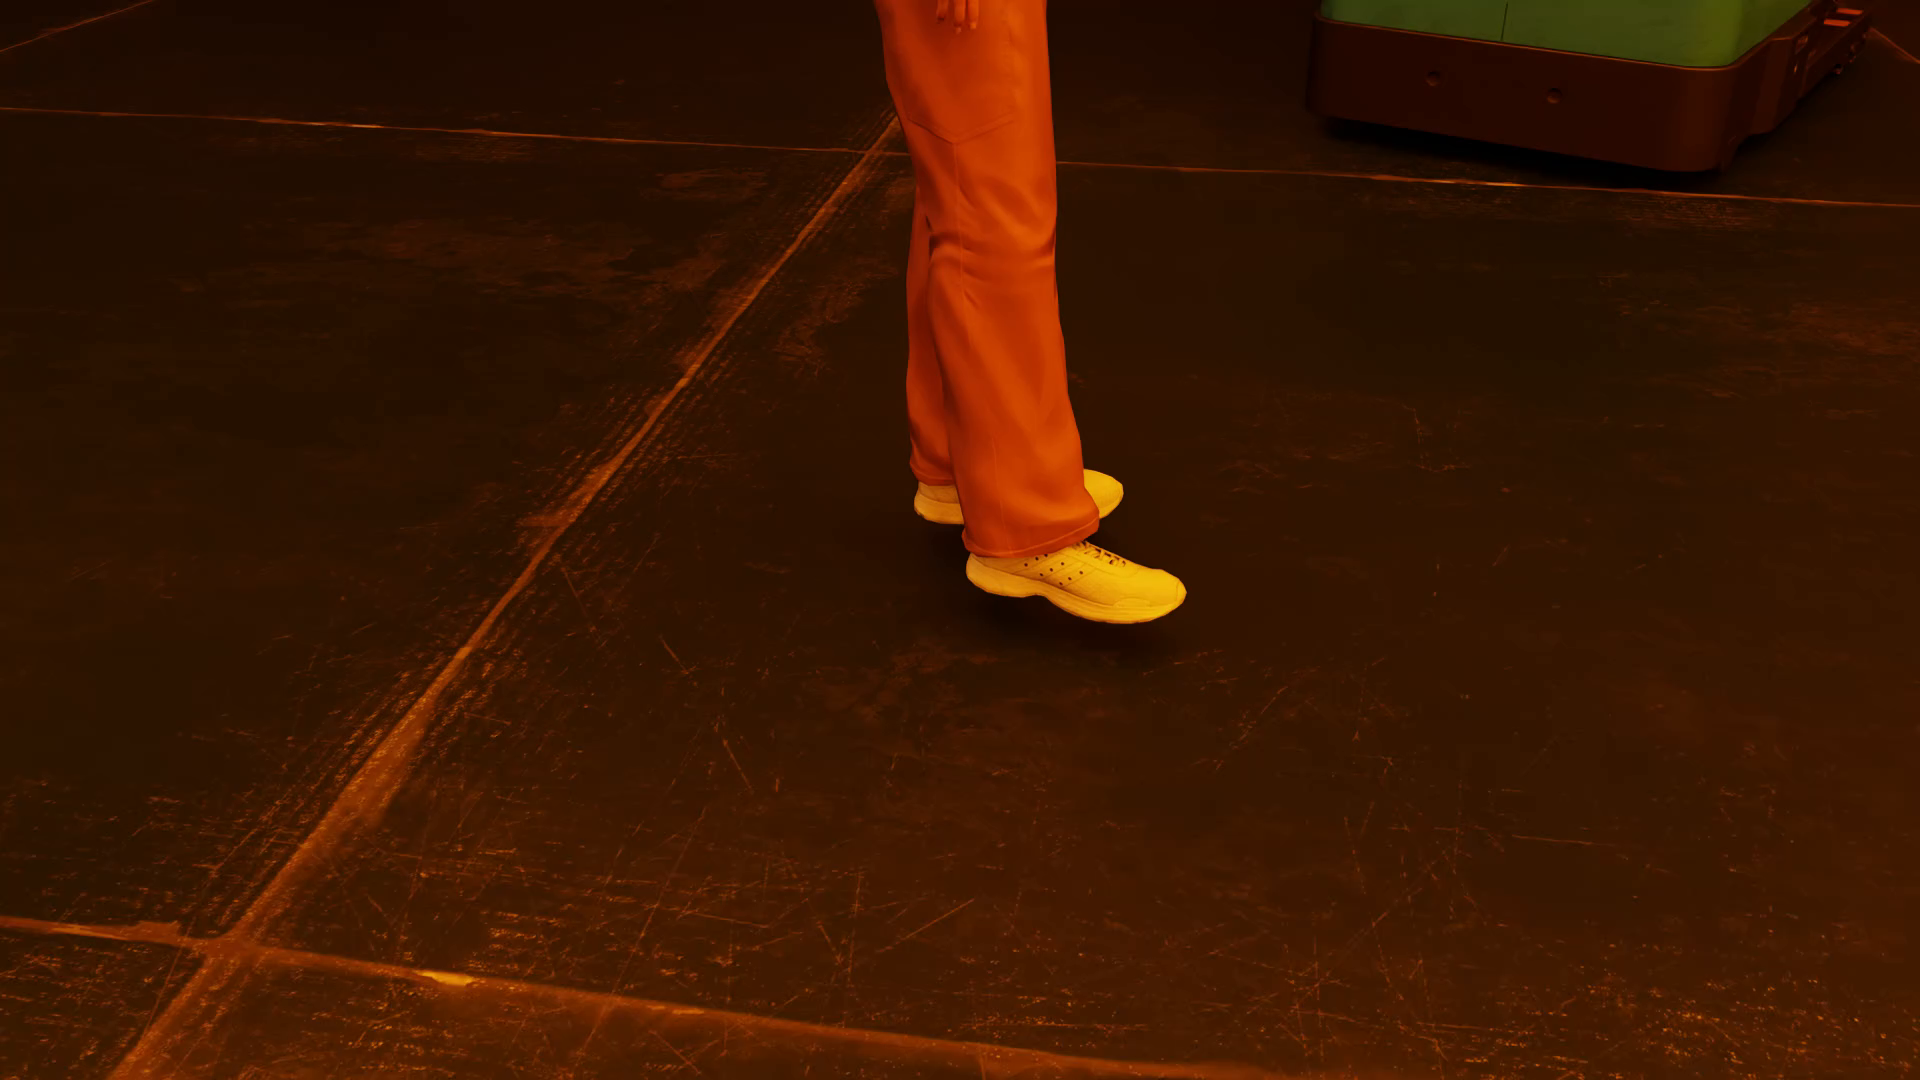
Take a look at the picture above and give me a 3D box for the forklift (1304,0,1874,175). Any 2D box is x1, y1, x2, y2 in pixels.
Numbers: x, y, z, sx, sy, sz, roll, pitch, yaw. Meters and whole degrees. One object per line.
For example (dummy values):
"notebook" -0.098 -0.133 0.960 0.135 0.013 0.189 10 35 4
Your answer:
"forklift" 2.178 -2.809 4.544 1.130 2.935 3.031 19 34 30

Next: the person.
"person" 0.071 -0.763 2.050 0.547 1.673 0.554 5 29 9
